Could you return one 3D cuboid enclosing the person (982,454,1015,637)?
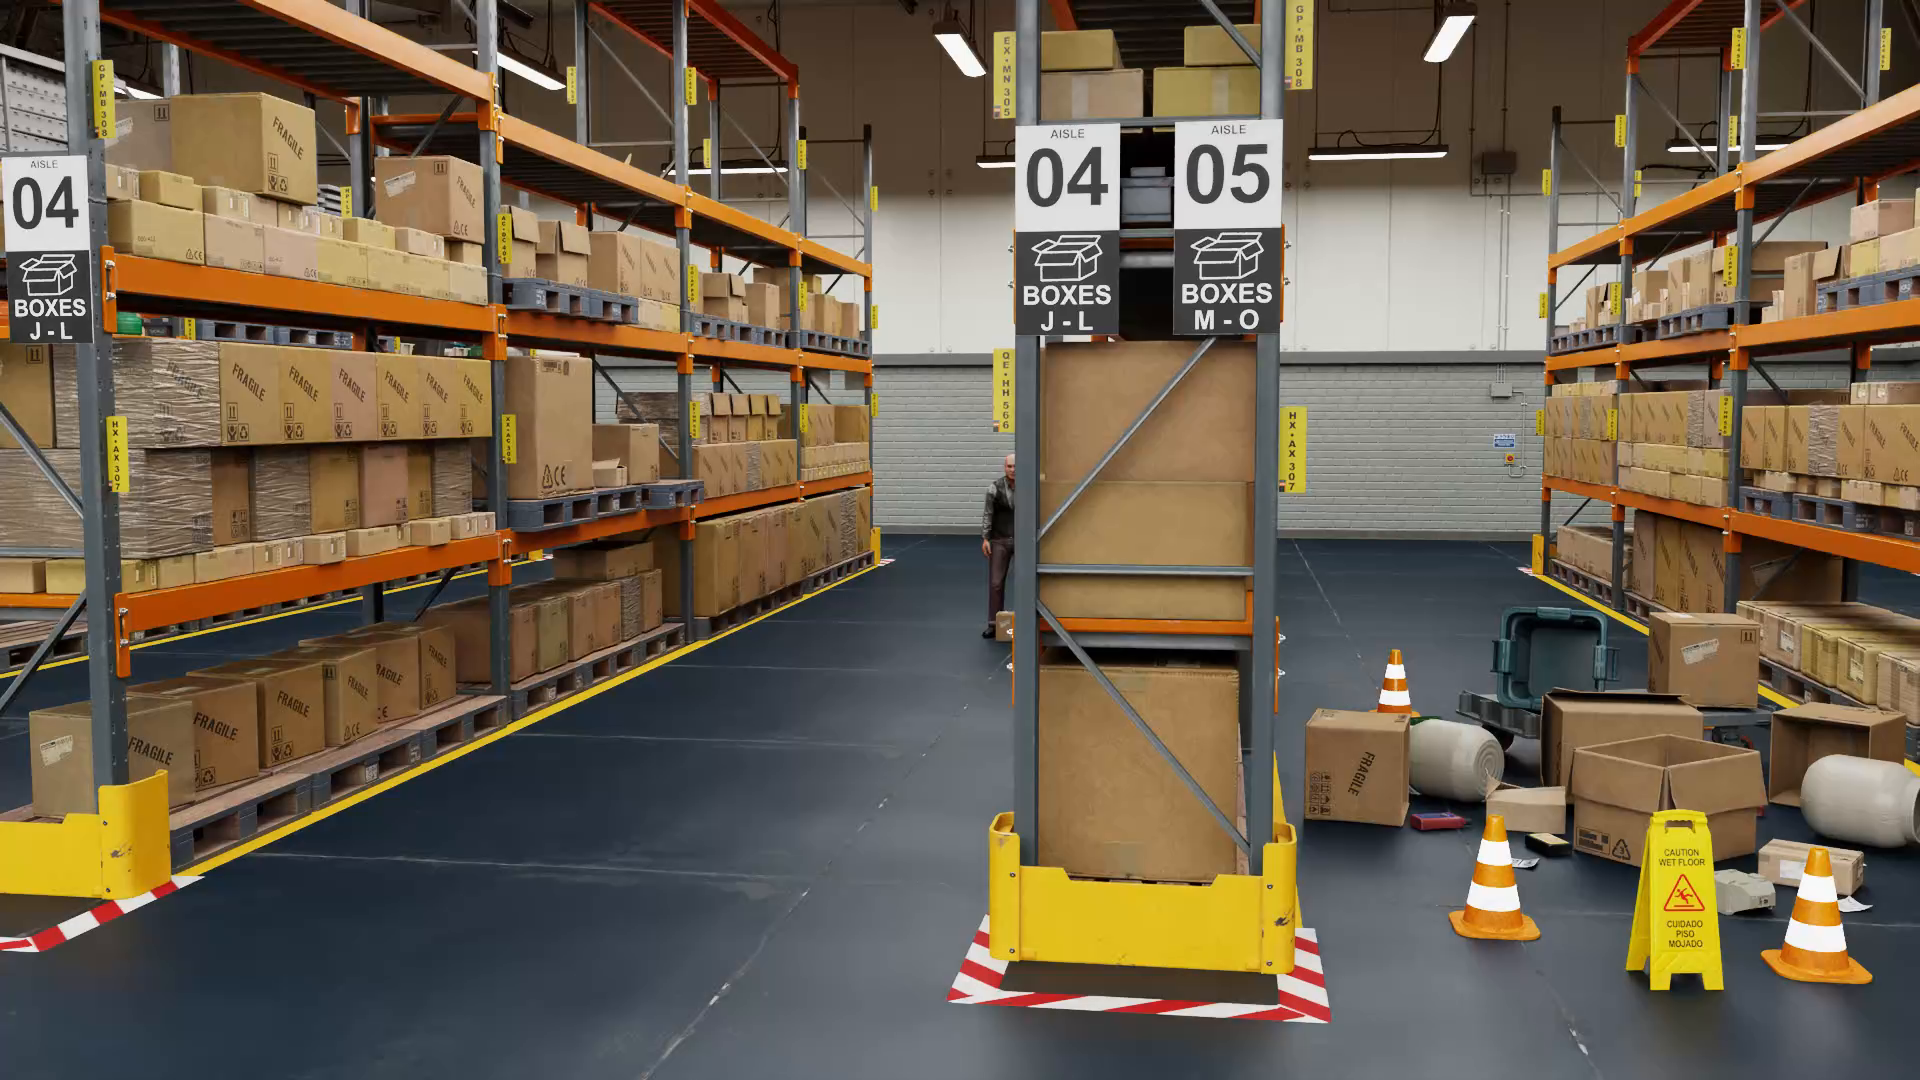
[{"bbox_3d":[0.494,0.049,15.646,0.581,1.721,0.462,1,4,9],"label":"person"}]
